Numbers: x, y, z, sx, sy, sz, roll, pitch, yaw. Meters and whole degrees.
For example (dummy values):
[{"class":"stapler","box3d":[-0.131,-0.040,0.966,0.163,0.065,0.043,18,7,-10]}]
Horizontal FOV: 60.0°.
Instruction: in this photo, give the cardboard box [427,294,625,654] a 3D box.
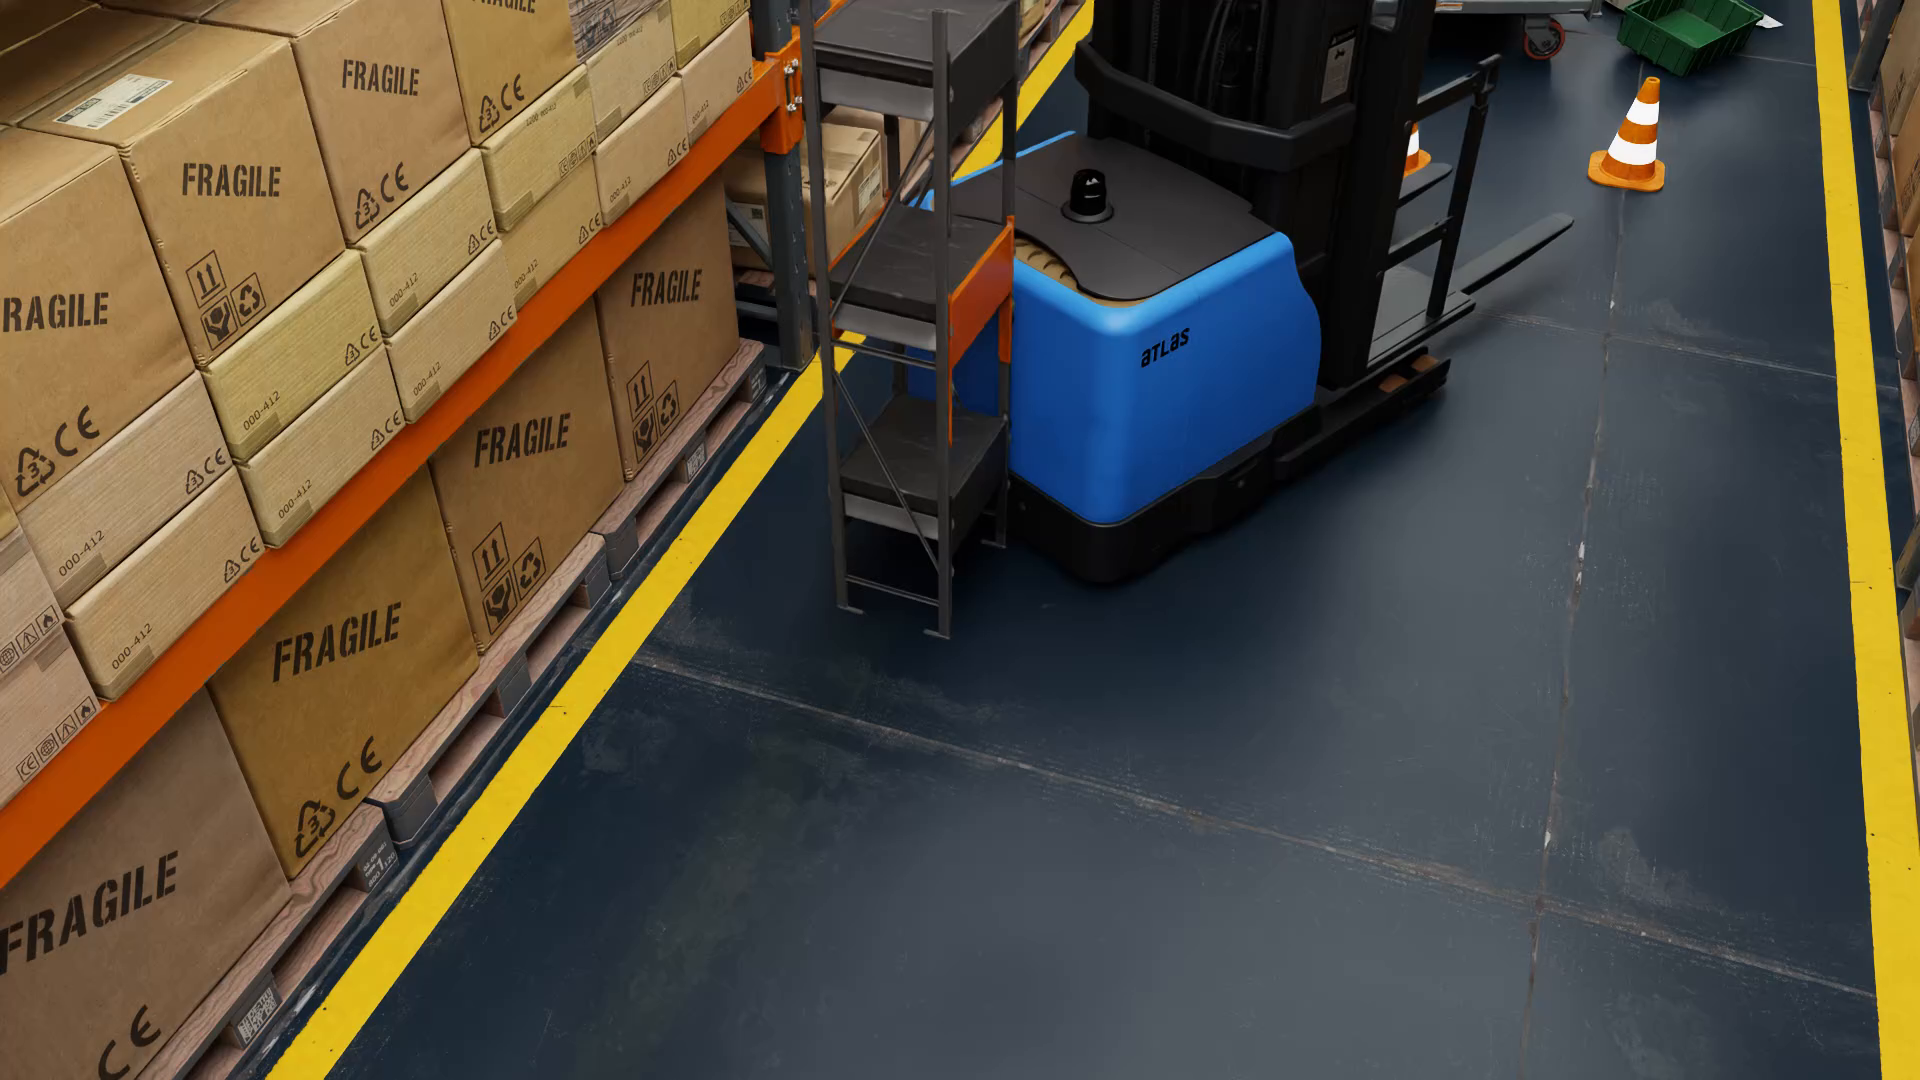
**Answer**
[{"class":"cardboard box","box3d":[-1.691,-0.343,5.155,0.875,0.875,0.875,14,42,16]}]

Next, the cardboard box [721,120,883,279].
[{"class":"cardboard box","box3d":[-0.865,-1.440,6.828,0.950,0.372,0.625,11,42,12]}]

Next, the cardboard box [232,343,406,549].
[{"class":"cardboard box","box3d":[-1.671,-0.276,3.878,0.500,0.250,0.500,13,42,15]}]

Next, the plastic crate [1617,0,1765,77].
[{"class":"plastic crate","box3d":[3.814,-2.689,8.713,0.662,0.188,0.450,-29,58,-29]}]

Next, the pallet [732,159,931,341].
[{"class":"pallet","box3d":[-0.799,-1.353,7.174,1.003,0.211,1.213,13,42,15]}]

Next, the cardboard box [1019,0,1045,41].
[{"class":"cardboard box","box3d":[-0.120,-2.778,8.396,0.950,0.372,0.625,16,43,18]}]

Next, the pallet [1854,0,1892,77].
[{"class":"pallet","box3d":[5.320,-2.726,8.783,1.003,0.211,1.213,13,42,15]}]

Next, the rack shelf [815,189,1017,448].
[{"class":"rack shelf","box3d":[-0.122,-0.662,4.929,0.431,0.518,0.480,15,43,17]}]

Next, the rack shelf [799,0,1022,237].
[{"class":"rack shelf","box3d":[-0.122,-1.194,4.475,0.431,0.518,0.480,15,43,17]}]

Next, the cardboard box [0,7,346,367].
[{"class":"cardboard box","box3d":[-1.693,-0.743,3.462,0.500,0.500,0.500,12,42,14]}]

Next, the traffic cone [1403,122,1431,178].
[{"class":"traffic cone","box3d":[2.032,-1.947,7.675,0.336,0.463,0.334,13,42,15]}]

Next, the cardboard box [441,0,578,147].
[{"class":"cardboard box","box3d":[-1.343,-1.367,4.193,0.500,0.500,0.500,13,42,15]}]

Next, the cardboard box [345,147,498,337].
[{"class":"cardboard box","box3d":[-1.500,-0.772,4.074,0.500,0.250,0.500,12,42,14]}]

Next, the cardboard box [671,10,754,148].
[{"class":"cardboard box","box3d":[-0.997,-1.515,5.330,0.500,0.250,0.500,12,42,14]}]

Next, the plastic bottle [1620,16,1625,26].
[{"class":"plastic bottle","box3d":[3.662,-2.726,8.898,0.133,0.061,0.283,-7,41,-8]}]

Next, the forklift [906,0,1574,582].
[{"class":"forklift","box3d":[1.235,-1.801,5.603,3.031,2.935,1.130,-30,49,-31]}]

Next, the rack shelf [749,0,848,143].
[{"class":"rack shelf","box3d":[-0.384,-2.884,7.373,1.077,0.370,4.000,13,42,15]}]

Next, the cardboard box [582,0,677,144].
[{"class":"cardboard box","box3d":[-1.167,-1.406,4.817,0.500,0.250,0.500,12,42,14]}]

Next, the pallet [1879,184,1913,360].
[{"class":"pallet","box3d":[4.378,-1.046,6.813,1.003,0.211,1.213,13,42,15]}]

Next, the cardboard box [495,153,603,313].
[{"class":"cardboard box","box3d":[-1.344,-0.896,4.605,0.500,0.250,0.500,13,42,15]}]

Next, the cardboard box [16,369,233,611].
[{"class":"cardboard box","box3d":[-1.868,-0.161,3.358,0.500,0.250,0.500,14,42,16]}]

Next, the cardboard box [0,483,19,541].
[{"class":"cardboard box","box3d":[-2.015,-0.121,2.733,0.500,0.500,0.500,14,42,16]}]

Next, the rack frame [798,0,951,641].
[{"class":"rack frame","box3d":[-0.217,-0.526,4.749,0.400,2.100,0.015,15,43,17]}]

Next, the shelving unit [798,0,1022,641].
[{"class":"shelving unit","box3d":[-0.122,-0.672,4.920,0.431,2.100,0.503,15,43,17]}]

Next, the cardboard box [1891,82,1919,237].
[{"class":"cardboard box","box3d":[4.525,-1.658,6.792,1.050,0.750,0.750,13,42,15]}]

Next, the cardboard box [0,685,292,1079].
[{"class":"cardboard box","box3d":[-2.299,0.755,3.868,0.875,0.875,0.875,15,43,16]}]

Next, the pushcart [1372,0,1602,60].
[{"class":"pushcart","box3d":[2.460,-2.904,8.863,1.648,0.377,0.936,0,40,0]}]

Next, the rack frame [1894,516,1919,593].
[{"class":"rack frame","box3d":[3.618,-0.901,4.495,1.000,3.000,0.127,13,42,15]}]

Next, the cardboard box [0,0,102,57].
[{"class":"cardboard box","box3d":[-2.157,-0.867,3.608,0.500,0.500,0.500,15,43,16]}]

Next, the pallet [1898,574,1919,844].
[{"class":"pallet","box3d":[3.350,0.636,4.842,1.003,0.211,1.213,13,42,15]}]

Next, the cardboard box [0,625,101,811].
[{"class":"cardboard box","box3d":[-2.037,0.349,3.145,0.500,0.250,0.500,12,42,14]}]

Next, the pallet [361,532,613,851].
[{"class":"pallet","box3d":[-1.827,0.329,5.202,1.003,0.211,1.213,13,42,15]}]

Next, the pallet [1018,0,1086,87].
[{"class":"pallet","box3d":[0.035,-2.841,8.918,1.003,0.211,1.213,13,42,15]}]
